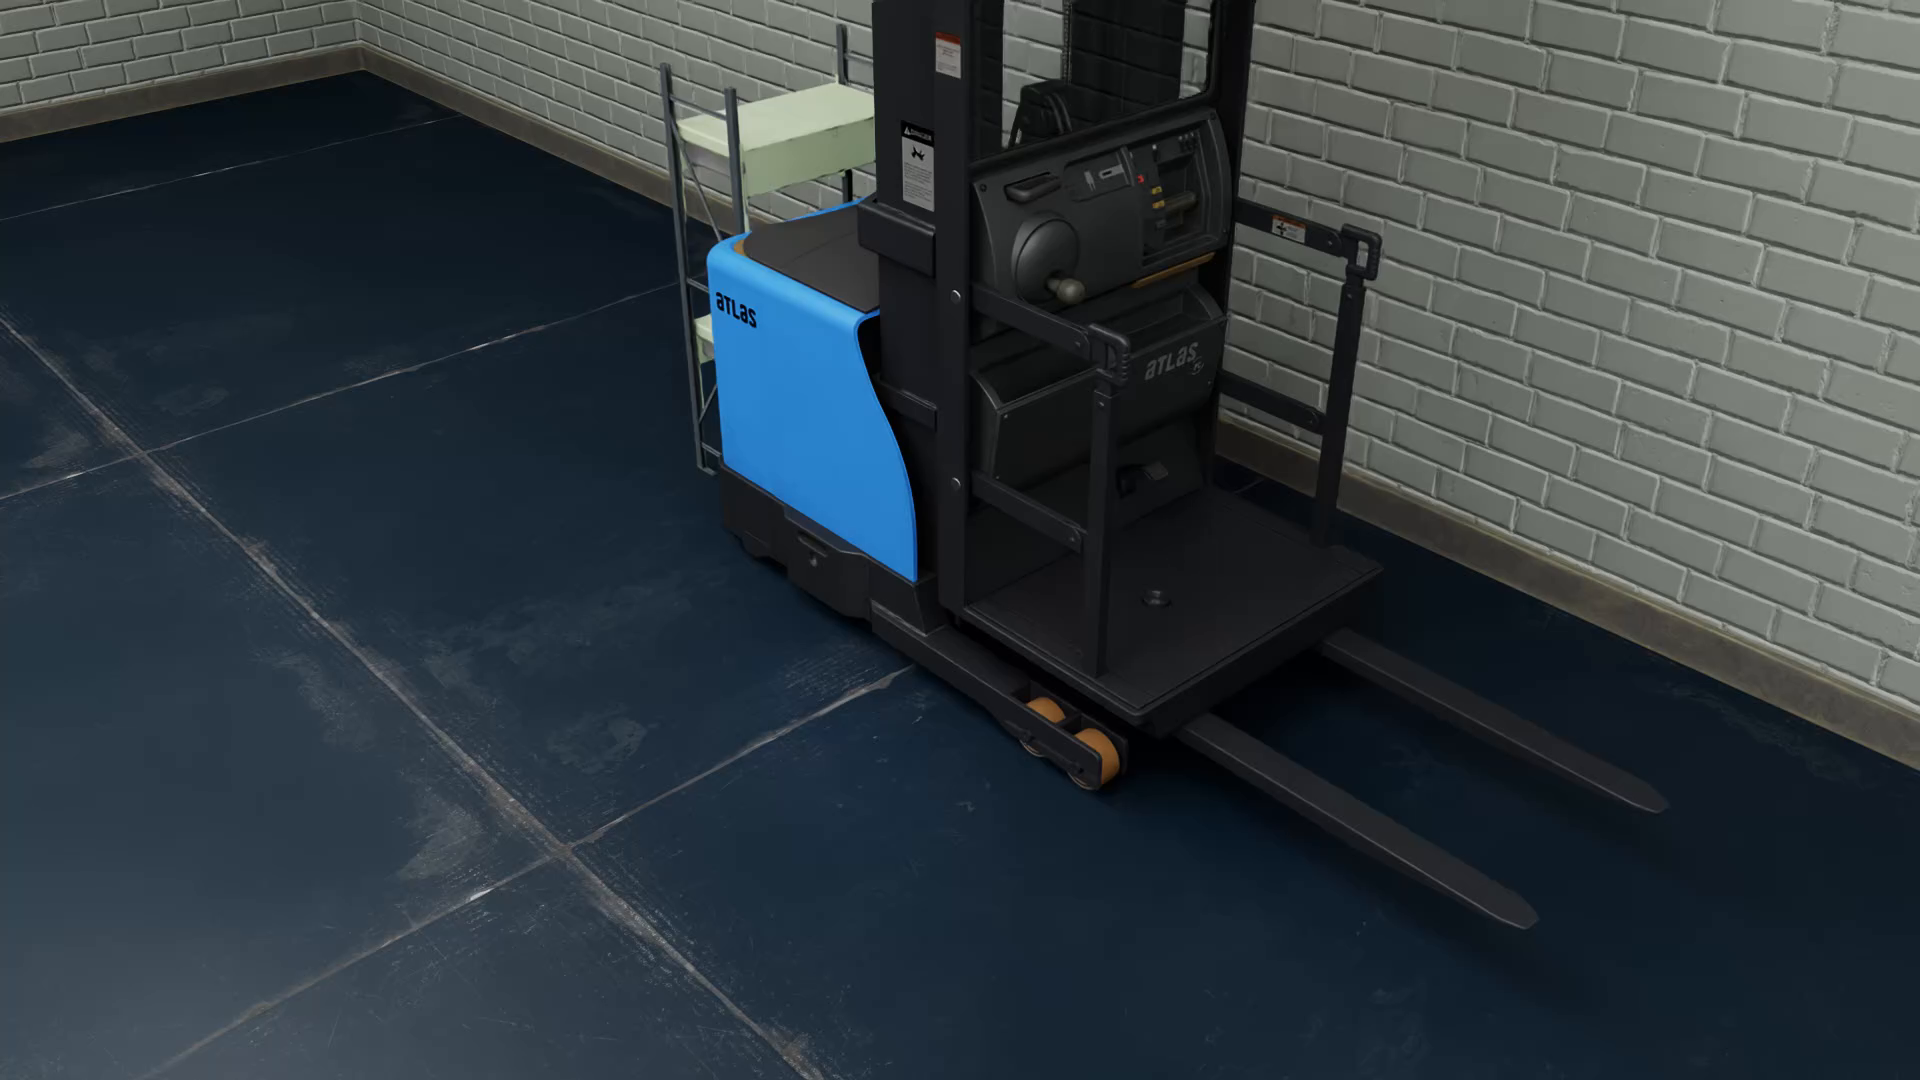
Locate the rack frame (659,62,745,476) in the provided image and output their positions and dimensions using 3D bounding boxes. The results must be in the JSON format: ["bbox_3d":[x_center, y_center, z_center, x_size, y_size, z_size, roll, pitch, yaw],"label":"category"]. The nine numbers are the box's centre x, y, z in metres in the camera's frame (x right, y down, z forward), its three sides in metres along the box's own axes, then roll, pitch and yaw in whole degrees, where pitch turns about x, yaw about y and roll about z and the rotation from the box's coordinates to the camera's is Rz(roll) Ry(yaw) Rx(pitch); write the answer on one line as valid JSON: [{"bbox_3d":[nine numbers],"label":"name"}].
[{"bbox_3d":[-0.837,-0.837,5.681,0.023,1.500,0.400,-25,39,-35],"label":"rack frame"}]

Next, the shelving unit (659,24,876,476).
[{"bbox_3d":[-0.565,-0.965,5.890,0.755,1.500,0.431,-25,39,-35],"label":"shelving unit"}]

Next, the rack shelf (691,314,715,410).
[{"bbox_3d":[-0.565,-0.687,6.060,0.720,0.370,0.431,-25,39,-35],"label":"rack shelf"}]

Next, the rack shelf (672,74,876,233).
[{"bbox_3d":[-0.565,-1.298,5.687,0.720,0.370,0.431,-25,39,-35],"label":"rack shelf"}]

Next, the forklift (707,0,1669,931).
[{"bbox_3d":[0.546,-0.860,4.348,1.130,2.935,3.031,-25,39,-35],"label":"forklift"}]

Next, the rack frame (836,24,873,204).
[{"bbox_3d":[-0.293,-1.093,6.099,0.023,1.500,0.400,-25,39,-35],"label":"rack frame"}]
